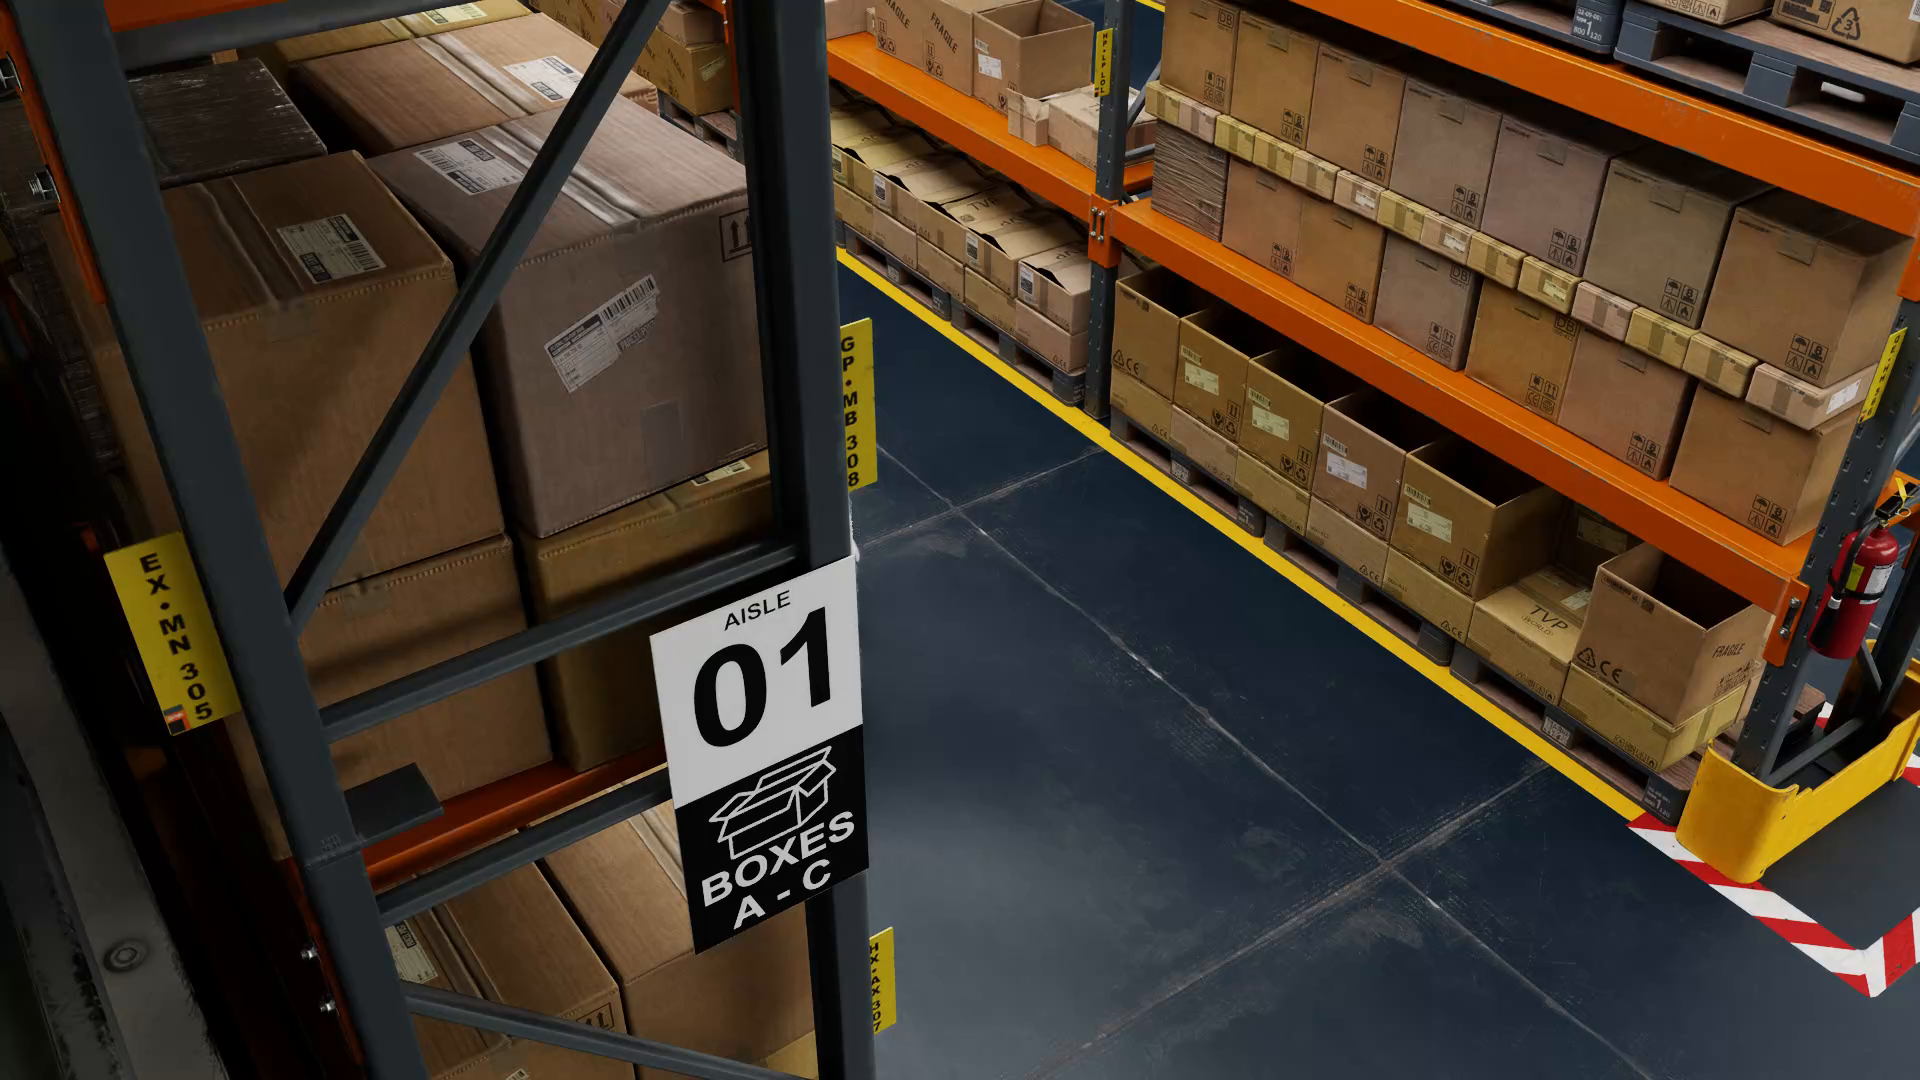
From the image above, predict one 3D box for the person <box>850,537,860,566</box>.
[{"bbox_3d":[-0.868,0.187,7.338,0.906,0.922,0.567,-23,42,-28],"label":"person"}]
